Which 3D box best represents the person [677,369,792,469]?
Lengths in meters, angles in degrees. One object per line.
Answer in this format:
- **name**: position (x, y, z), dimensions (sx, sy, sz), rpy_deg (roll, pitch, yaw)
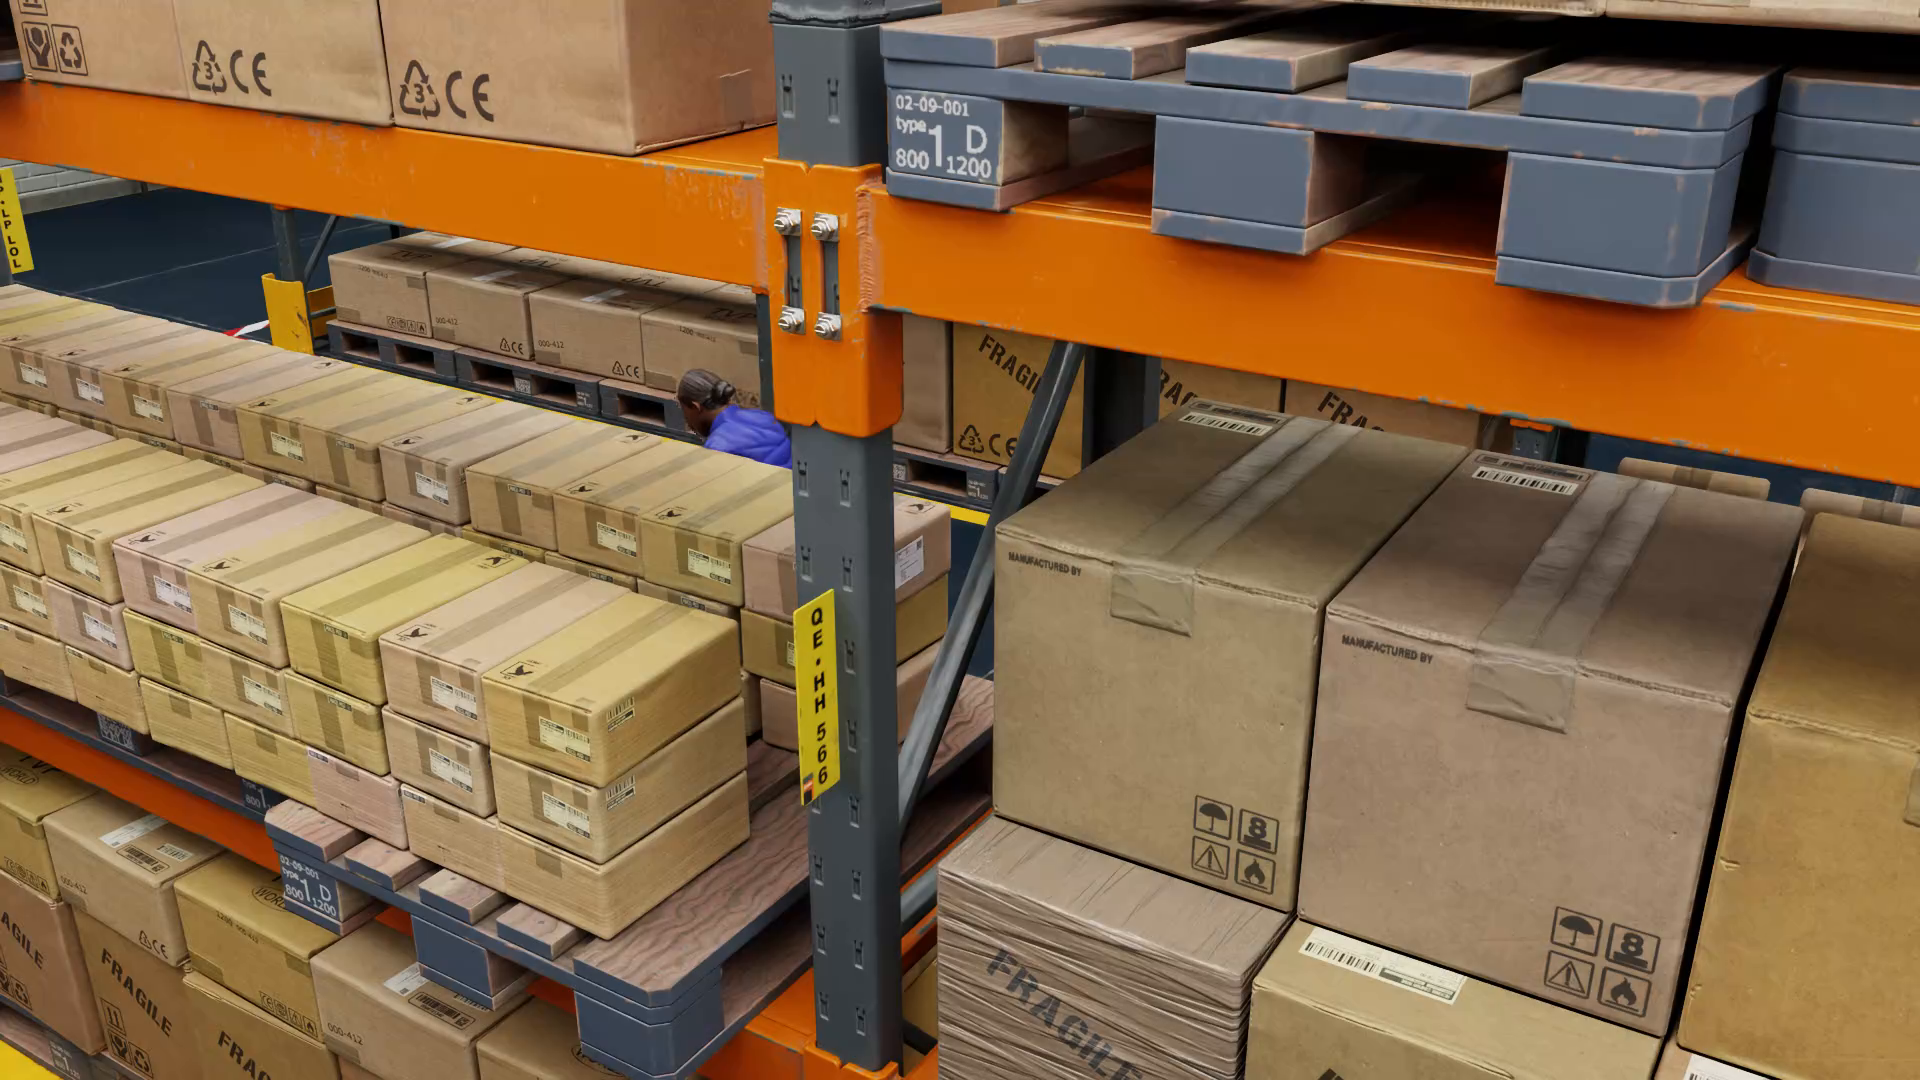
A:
- **person**: position (-0.780, 0.052, 6.336), dimensions (0.616, 1.391, 0.495), rpy_deg (14, 27, 29)
